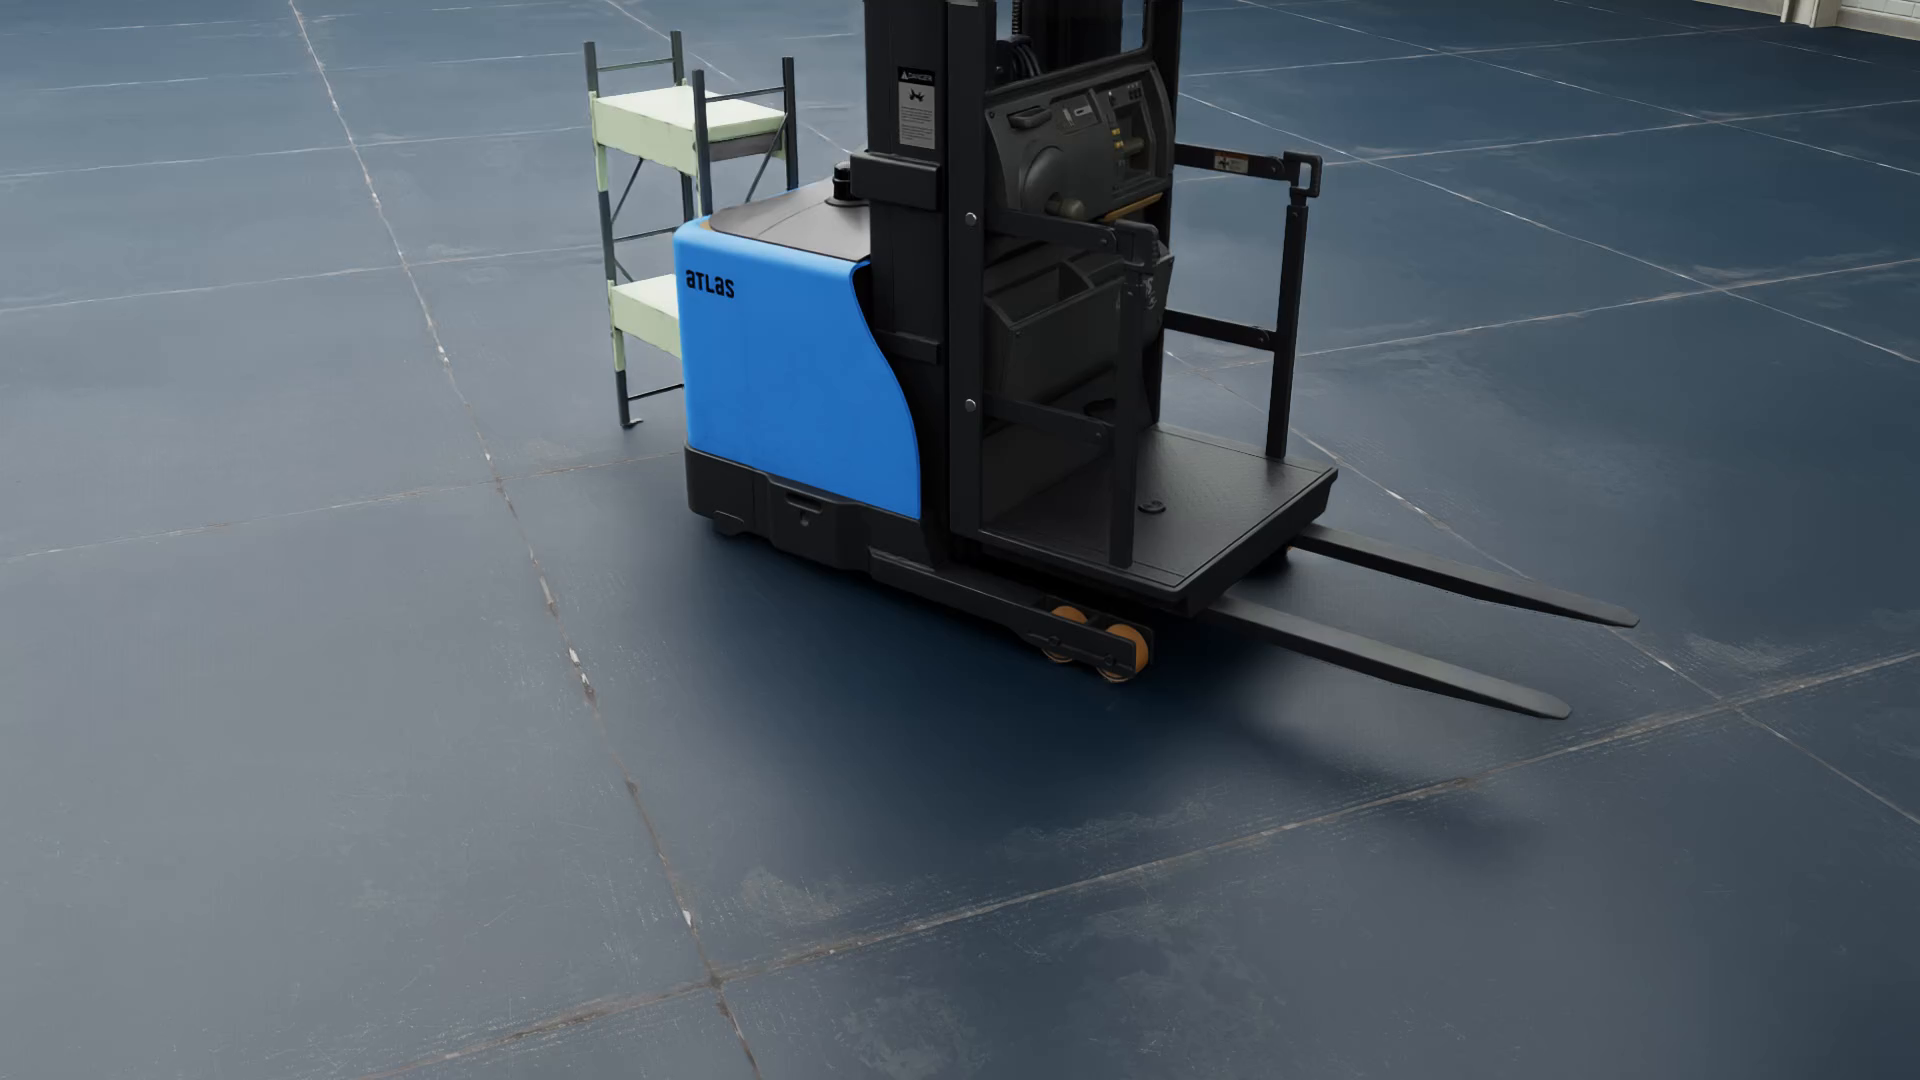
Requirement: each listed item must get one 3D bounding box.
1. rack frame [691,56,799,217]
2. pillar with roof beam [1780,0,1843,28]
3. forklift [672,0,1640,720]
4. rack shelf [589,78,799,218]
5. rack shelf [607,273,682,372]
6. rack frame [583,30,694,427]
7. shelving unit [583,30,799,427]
[{"bbox_3d":[-0.735,-0.945,5.975,0.400,1.500,0.023,-20,33,-36],"label":"rack frame"},{"bbox_3d":[4.101,-8.211,12.311,9.100,9.000,0.400,-11,28,-21],"label":"pillar with roof beam"},{"bbox_3d":[0.537,-1.164,4.793,3.031,2.935,1.130,18,31,32],"label":"forklift"},{"bbox_3d":[-0.972,-1.418,6.055,0.431,0.370,0.720,-20,33,-36],"label":"rack shelf"},{"bbox_3d":[-0.972,-0.774,6.369,0.431,0.370,0.720,-20,33,-36],"label":"rack shelf"},{"bbox_3d":[-1.209,-1.189,6.476,0.400,1.500,0.023,-20,33,-36],"label":"rack frame"},{"bbox_3d":[-0.972,-1.067,6.226,0.431,1.500,0.755,-20,33,-36],"label":"shelving unit"}]
